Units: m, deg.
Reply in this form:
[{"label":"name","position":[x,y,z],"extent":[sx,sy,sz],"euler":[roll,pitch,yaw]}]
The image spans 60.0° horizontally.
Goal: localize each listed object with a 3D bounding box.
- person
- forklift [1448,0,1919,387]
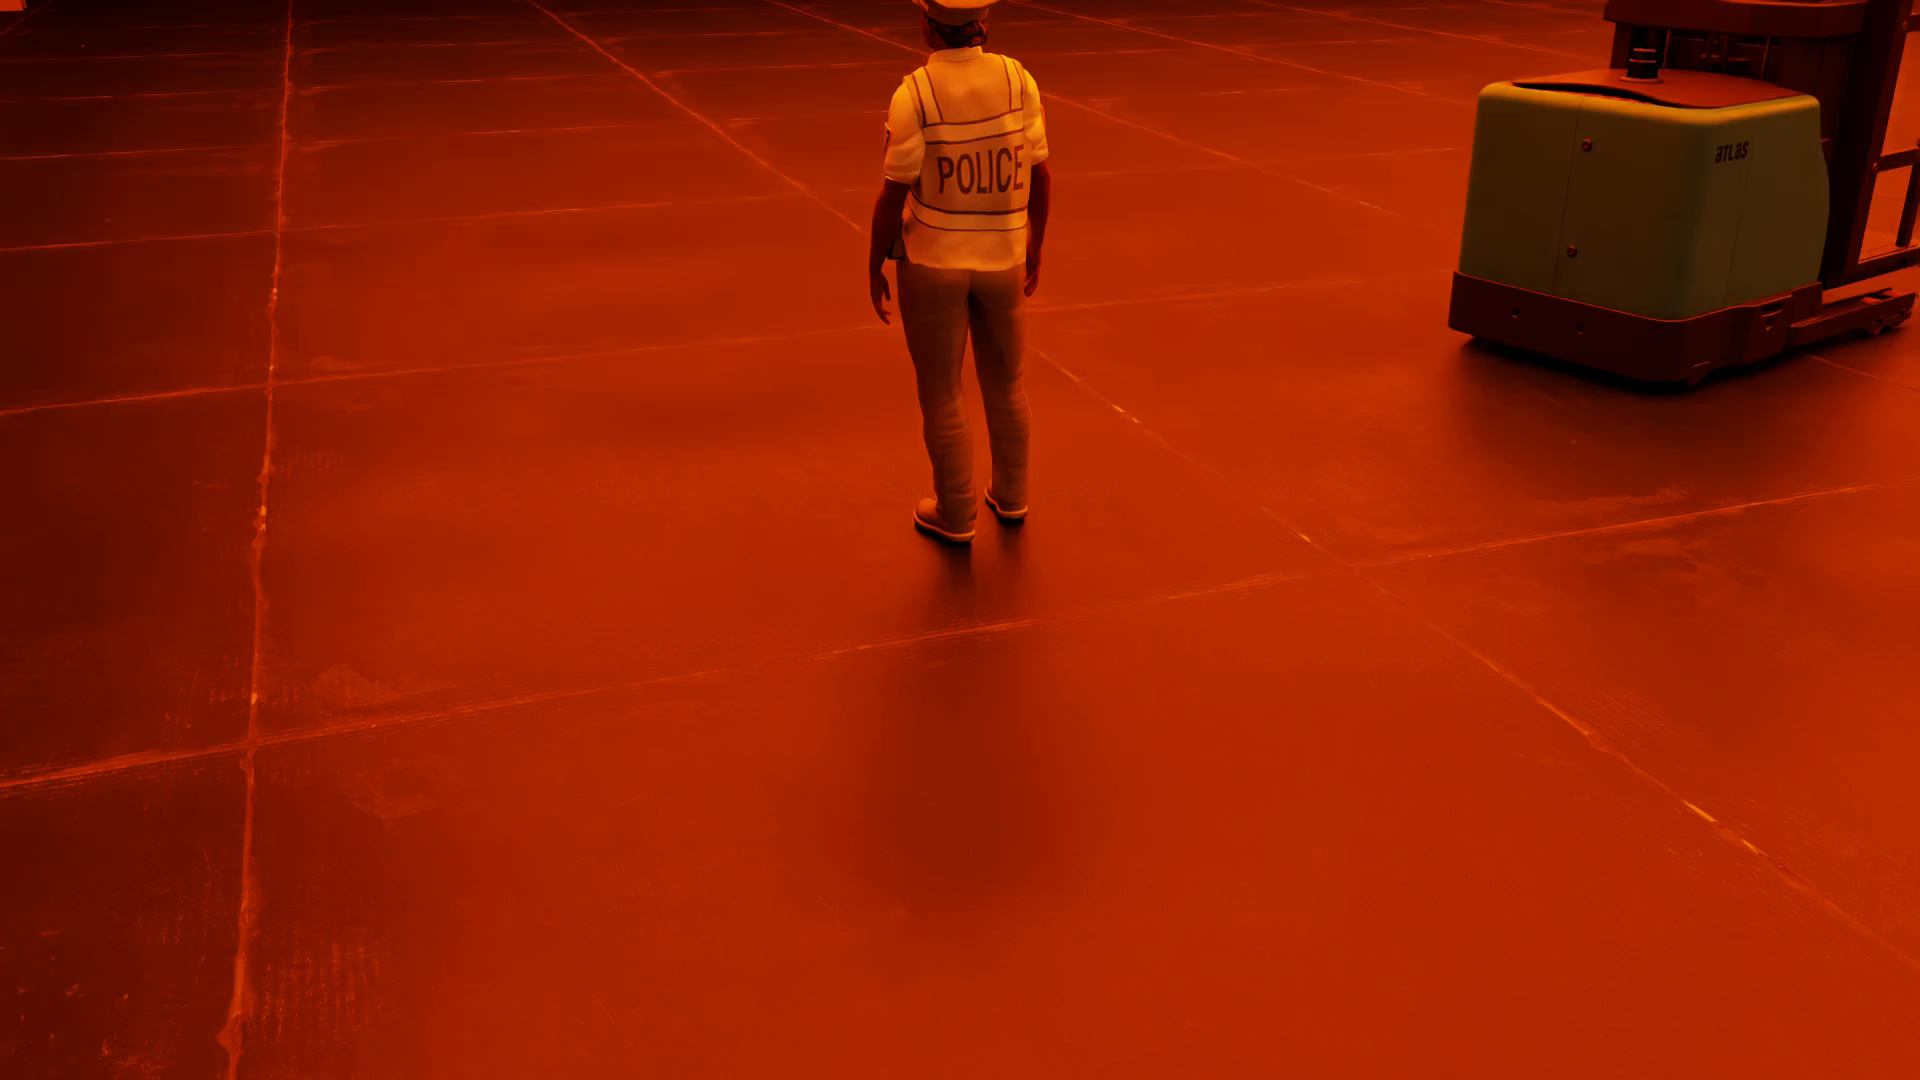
[{"label":"person","position":[-0.007,-0.816,4.820],"extent":[0.569,1.692,0.530],"euler":[-8,24,-18]},{"label":"forklift","position":[3.553,-2.378,6.954],"extent":[3.031,2.935,1.130],"euler":[-16,28,-33]}]
